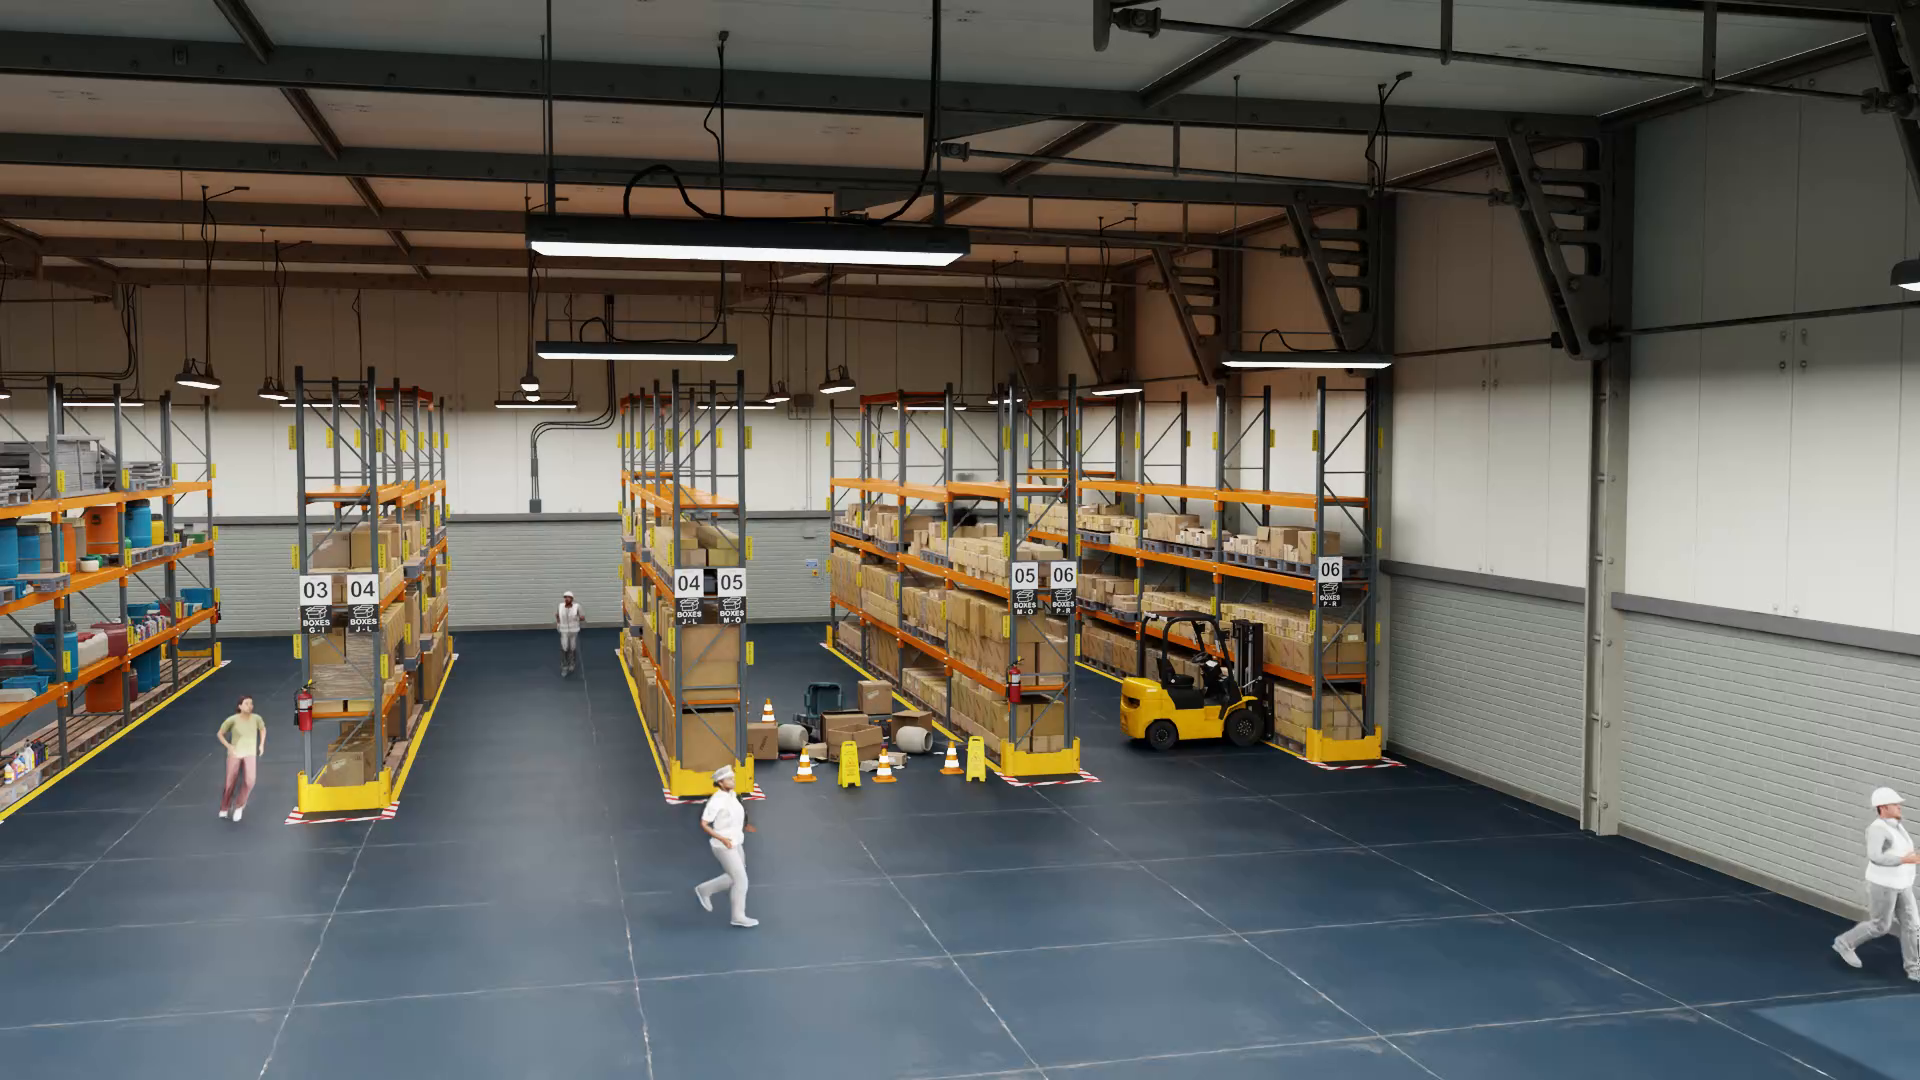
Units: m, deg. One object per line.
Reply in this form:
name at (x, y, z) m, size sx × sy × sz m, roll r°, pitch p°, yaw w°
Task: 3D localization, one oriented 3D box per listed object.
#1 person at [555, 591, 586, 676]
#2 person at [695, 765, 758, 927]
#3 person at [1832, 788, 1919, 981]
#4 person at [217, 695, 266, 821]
person at (-8.330, 2.009, 35.552) m, size 0.644 × 1.843 × 0.762 m, roll -1°, pitch 3°, yaw -10°
person at (-2.432, 3.143, 17.183) m, size 0.730 × 1.661 × 0.584 m, roll 1°, pitch 4°, yaw 16°
person at (8.584, 3.169, 15.345) m, size 0.662 × 1.762 × 0.933 m, roll -2°, pitch 4°, yaw -36°
person at (-9.487, 2.872, 22.021) m, size 0.637 × 1.640 × 0.642 m, roll -2°, pitch 4°, yaw -33°
